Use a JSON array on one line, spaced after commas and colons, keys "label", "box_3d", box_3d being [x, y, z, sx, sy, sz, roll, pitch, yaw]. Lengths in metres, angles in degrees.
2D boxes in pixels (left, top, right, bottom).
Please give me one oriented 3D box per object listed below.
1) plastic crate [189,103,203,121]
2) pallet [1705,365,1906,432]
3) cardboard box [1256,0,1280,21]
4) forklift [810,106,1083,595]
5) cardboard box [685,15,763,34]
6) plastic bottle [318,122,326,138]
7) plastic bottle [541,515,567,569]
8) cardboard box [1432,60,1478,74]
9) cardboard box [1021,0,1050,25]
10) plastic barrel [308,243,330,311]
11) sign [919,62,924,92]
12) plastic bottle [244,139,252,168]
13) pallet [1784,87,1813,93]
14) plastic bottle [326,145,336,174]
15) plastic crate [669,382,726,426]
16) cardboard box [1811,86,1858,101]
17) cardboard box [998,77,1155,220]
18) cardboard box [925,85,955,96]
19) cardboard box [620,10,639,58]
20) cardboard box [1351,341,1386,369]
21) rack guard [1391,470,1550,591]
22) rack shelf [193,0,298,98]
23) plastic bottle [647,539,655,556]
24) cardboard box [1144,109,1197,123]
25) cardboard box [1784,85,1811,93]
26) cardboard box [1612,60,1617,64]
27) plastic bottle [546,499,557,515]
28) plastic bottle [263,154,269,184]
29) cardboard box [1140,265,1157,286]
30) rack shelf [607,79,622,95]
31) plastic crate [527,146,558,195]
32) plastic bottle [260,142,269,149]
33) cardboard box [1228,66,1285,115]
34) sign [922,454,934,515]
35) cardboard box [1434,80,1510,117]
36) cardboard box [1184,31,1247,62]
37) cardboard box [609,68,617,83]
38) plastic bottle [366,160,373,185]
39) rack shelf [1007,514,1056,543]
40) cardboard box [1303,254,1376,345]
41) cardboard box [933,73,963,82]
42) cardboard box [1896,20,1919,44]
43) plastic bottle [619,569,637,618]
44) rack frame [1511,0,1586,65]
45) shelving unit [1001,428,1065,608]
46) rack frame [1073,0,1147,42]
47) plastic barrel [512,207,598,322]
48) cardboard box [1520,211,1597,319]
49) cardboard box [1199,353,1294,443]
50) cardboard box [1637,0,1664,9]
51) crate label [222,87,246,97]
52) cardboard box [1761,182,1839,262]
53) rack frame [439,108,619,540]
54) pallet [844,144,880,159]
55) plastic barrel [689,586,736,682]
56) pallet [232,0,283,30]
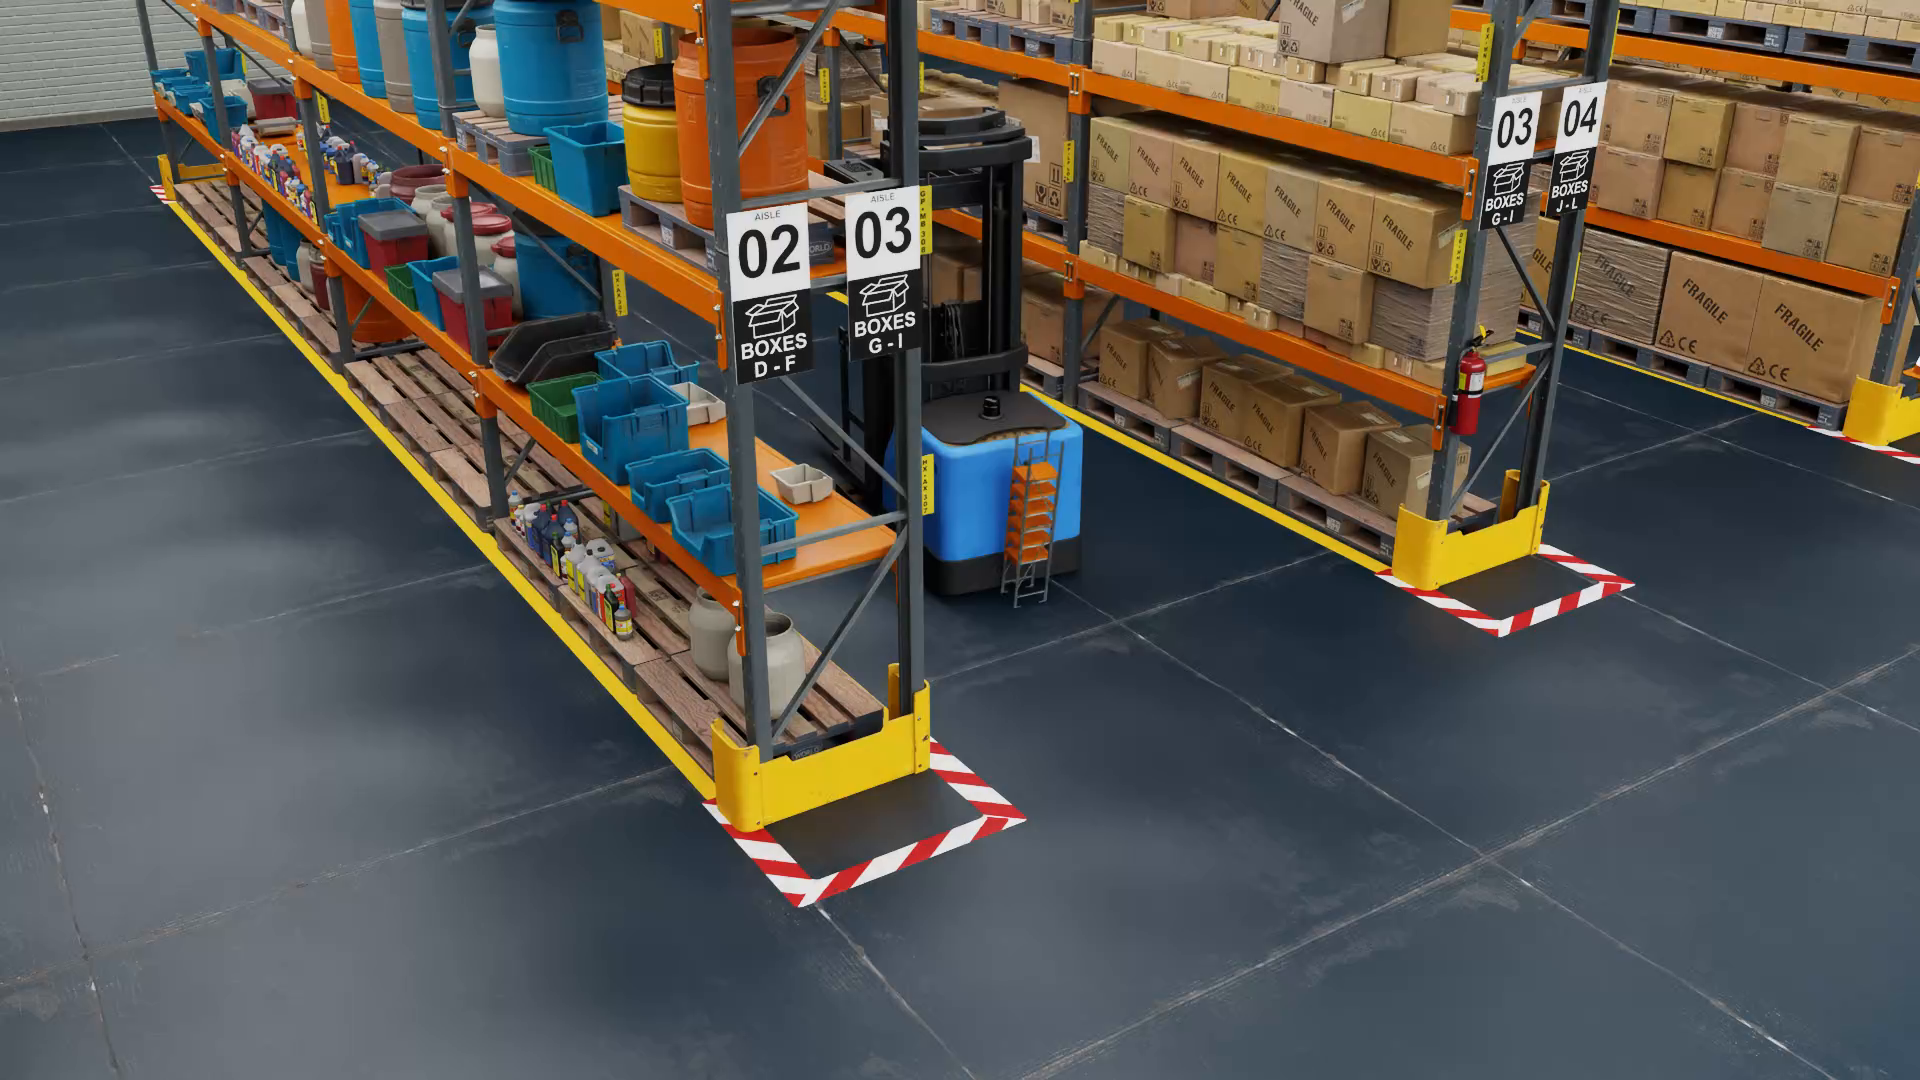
[{"label": "plastic crate", "box_3d": [-8.394, -4.779, 18.560, 0.293, 0.136, 0.466, -16, 29, -30]}, {"label": "pallet", "box_3d": [7.218, -1.307, 14.233, 1.003, 0.211, 1.213, -16, 29, -30]}, {"label": "cardboard box", "box_3d": [4.794, -7.933, 24.887, 0.500, 0.500, 0.500, -15, 29, -29]}, {"label": "forklift", "box_3d": [-0.261, -1.567, 11.598, 1.130, 2.935, 3.031, -11, 27, -22]}, {"label": "cardboard box", "box_3d": [-2.686, -5.745, 19.076, 0.797, 0.503, 0.637, -16, 30, -31]}, {"label": "plastic bottle", "box_3d": [-6.415, -4.043, 16.822, 0.144, 0.351, 0.185, -16, 29, -30]}, {"label": "plastic bottle", "box_3d": [-2.628, -0.005, 10.797, 0.144, 0.351, 0.185, -17, 30, -32]}, {"label": "cardboard box", "box_3d": [3.251, -2.978, 10.703, 0.380, 0.149, 0.250, -16, 30, -30]}, {"label": "cardboard box", "box_3d": [0.729, -4.410, 13.691, 0.396, 0.266, 0.258, -14, 29, -28]}, {"label": "plastic barrel", "box_3d": [-5.905, -2.562, 15.958, 0.600, 0.588, 0.708, -16, 29, -30]}, {"label": "sign", "box_3d": [-0.408, -4.659, 16.805, 0.100, 0.325, 0.005, -16, 29, -30]}, {"label": "plastic bottle", "box_3d": [-7.018, -3.827, 16.456, 0.097, 0.271, 0.097, 0, 25, 0]}, {"label": "pallet", "box_3d": [9.334, -5.141, 19.314, 1.003, 0.211, 1.213, -16, 29, -30]}, {"label": "plastic bottle", "box_3d": [-6.125, -3.716, 16.222, 0.097, 0.271, 0.097, 0, 25, 0]}, {"label": "plastic crate", "box_3d": [-1.725, -0.816, 10.236, 0.530, 0.136, 0.437, -16, 29, -30]}, {"label": "cardboard box", "box_3d": [9.636, -4.878, 18.066, 0.500, 0.500, 0.500, -16, 29, -30]}, {"label": "cardboard box", "box_3d": [1.009, -3.389, 14.183, 1.000, 1.000, 1.000, -15, 29, -29]}, {"label": "cardboard box", "box_3d": [-0.278, -6.460, 24.033, 0.380, 0.149, 0.250, -15, 29, -29]}, {"label": "cardboard box", "box_3d": [-3.786, -6.160, 20.197, 0.500, 0.500, 0.500, -15, 29, -29]}, {"label": "cardboard box", "box_3d": [2.865, -1.288, 11.220, 0.380, 0.149, 0.250, -16, 29, -30]}, {"label": "rack guard", "box_3d": [3.468, -0.077, 11.290, 1.175, 0.500, 0.348, -16, 29, -30]}, {"label": "rack shelf", "box_3d": [-6.099, -4.634, 15.344, 1.077, 0.370, 4.000, -16, 29, -30]}, {"label": "plastic bottle", "box_3d": [-2.022, -0.047, 10.965, 0.061, 0.283, 0.133, -16, 29, -30]}, {"label": "cardboard box", "box_3d": [1.802, -3.146, 13.226, 0.500, 0.500, 0.500, -16, 29, -30]}, {"label": "cardboard box", "box_3d": [9.592, -5.268, 19.160, 0.380, 0.149, 0.250, -15, 29, -29]}, {"label": "cardboard box", "box_3d": [8.034, -5.879, 20.455, 0.380, 0.149, 0.250, -14, 29, -27]}, {"label": "plastic bottle", "box_3d": [-2.729, -0.127, 11.134, 0.061, 0.283, 0.133, -16, 29, -30]}, {"label": "plastic bottle", "box_3d": [-6.585, -3.544, 15.856, 0.097, 0.271, 0.097, 0, 25, 0]}, {"label": "cardboard box", "box_3d": [1.621, -2.088, 12.916, 0.380, 0.149, 0.250, -16, 29, -30]}, {"label": "rack shelf", "box_3d": [-4.133, -5.862, 21.460, 1.077, 0.370, 4.000, -16, 29, -30]}, {"label": "plastic crate", "box_3d": [-2.191, -2.090, 9.360, 0.336, 0.188, 0.450, -16, 29, -30]}, {"label": "plastic bottle", "box_3d": [-6.964, -3.879, 16.648, 0.097, 0.201, 0.097, 0, 25, 0]}, {"label": "cardboard box", "box_3d": [2.207, -3.124, 11.478, 0.500, 0.250, 0.500, -16, 30, -30]}, {"label": "sign", "box_3d": [-0.177, -0.278, 8.463, 0.100, 0.325, 0.005, -16, 29, -30]}, {"label": "cardboard box", "box_3d": [3.096, -2.676, 10.062, 0.380, 0.149, 0.250, -16, 29, -30]}, {"label": "cardboard box", "box_3d": [1.820, -3.517, 11.844, 0.380, 0.149, 0.250, -16, 30, -31]}, {"label": "cardboard box", "box_3d": [-4.184, -5.851, 20.887, 0.380, 0.149, 0.250, -16, 30, -30]}, {"label": "plastic bottle", "box_3d": [-5.518, -3.438, 15.632, 0.097, 0.271, 0.097, 0, 25, 0]}, {"label": "rack shelf", "box_3d": [0.452, -0.092, 10.586, 0.258, 0.103, 0.180, -12, 37, -23]}, {"label": "cardboard box", "box_3d": [2.859, -1.714, 11.364, 0.875, 0.500, 0.500, -16, 29, -30]}, {"label": "cardboard box", "box_3d": [-0.176, -6.896, 24.957, 0.380, 0.149, 0.250, -16, 30, -31]}, {"label": "cardboard box", "box_3d": [7.255, -3.818, 12.458, 0.380, 0.149, 0.250, -16, 29, -30]}, {"label": "plastic bottle", "box_3d": [-2.036, 0.327, 10.172, 0.061, 0.283, 0.133, -16, 29, -30]}, {"label": "rack frame", "box_3d": [5.537, -3.731, 16.102, 1.000, 3.000, 0.127, -16, 29, -30]}, {"label": "shelving unit", "box_3d": [0.455, -0.129, 10.561, 0.258, 1.200, 0.189, -12, 37, -23]}, {"label": "rack frame", "box_3d": [1.326, -5.324, 12.449, 1.000, 3.000, 0.127, -16, 29, -30]}, {"label": "plastic barrel", "box_3d": [-2.781, -1.892, 11.620, 0.600, 0.901, 0.708, -16, 29, -30]}, {"label": "cardboard box", "box_3d": [5.821, -2.719, 15.954, 0.875, 0.875, 0.875, -15, 29, -29]}, {"label": "cardboard box", "box_3d": [2.234, -1.111, 12.989, 0.500, 0.500, 0.500, -19, 31, -34]}, {"label": "cardboard box", "box_3d": [6.008, -4.636, 14.190, 0.380, 0.149, 0.250, -16, 30, -30]}, {"label": "crate label", "box_3d": [-8.459, -5.206, 19.466, 0.396, 0.136, 0.243, -16, 29, -30]}, {"label": "cardboard box", "box_3d": [7.161, -2.682, 13.704, 0.875, 0.550, 0.550, -16, 29, -30]}, {"label": "rack frame", "box_3d": [-2.824, -1.457, 11.285, 1.000, 3.000, 0.127, -16, 29, -30]}, {"label": "pallet", "box_3d": [-0.379, -3.725, 16.314, 1.213, 0.211, 1.003, -16, 29, -30]}, {"label": "plastic barrel", "box_3d": [-1.337, 0.512, 9.536, 0.421, 0.512, 0.421, 0, 25, 0]}, {"label": "pallet", "box_3d": [-6.060, -4.927, 15.342, 1.003, 0.211, 1.213, -16, 29, -30]}]
